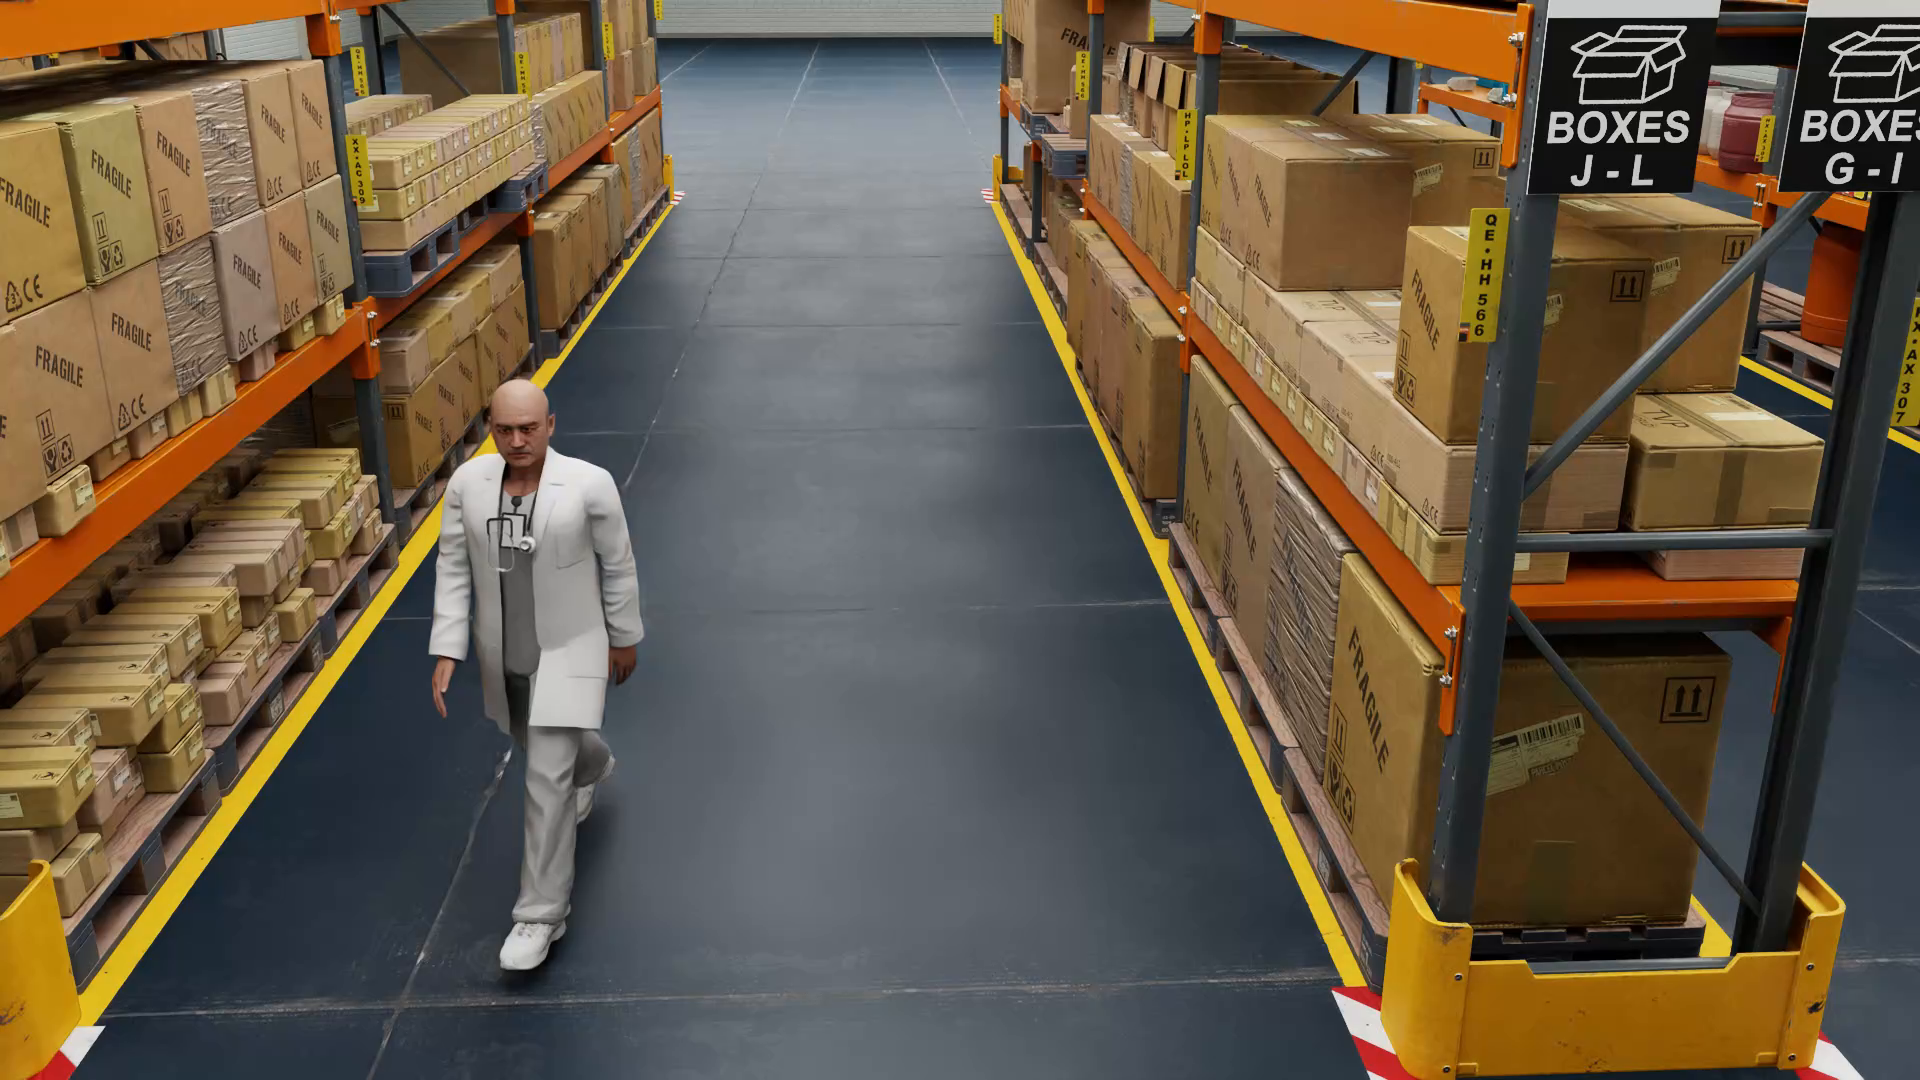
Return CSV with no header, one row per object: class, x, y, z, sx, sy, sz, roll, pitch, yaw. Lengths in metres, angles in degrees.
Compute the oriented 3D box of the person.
person,-1.308,0.324,5.209,0.576,1.724,1.177,4,20,11
